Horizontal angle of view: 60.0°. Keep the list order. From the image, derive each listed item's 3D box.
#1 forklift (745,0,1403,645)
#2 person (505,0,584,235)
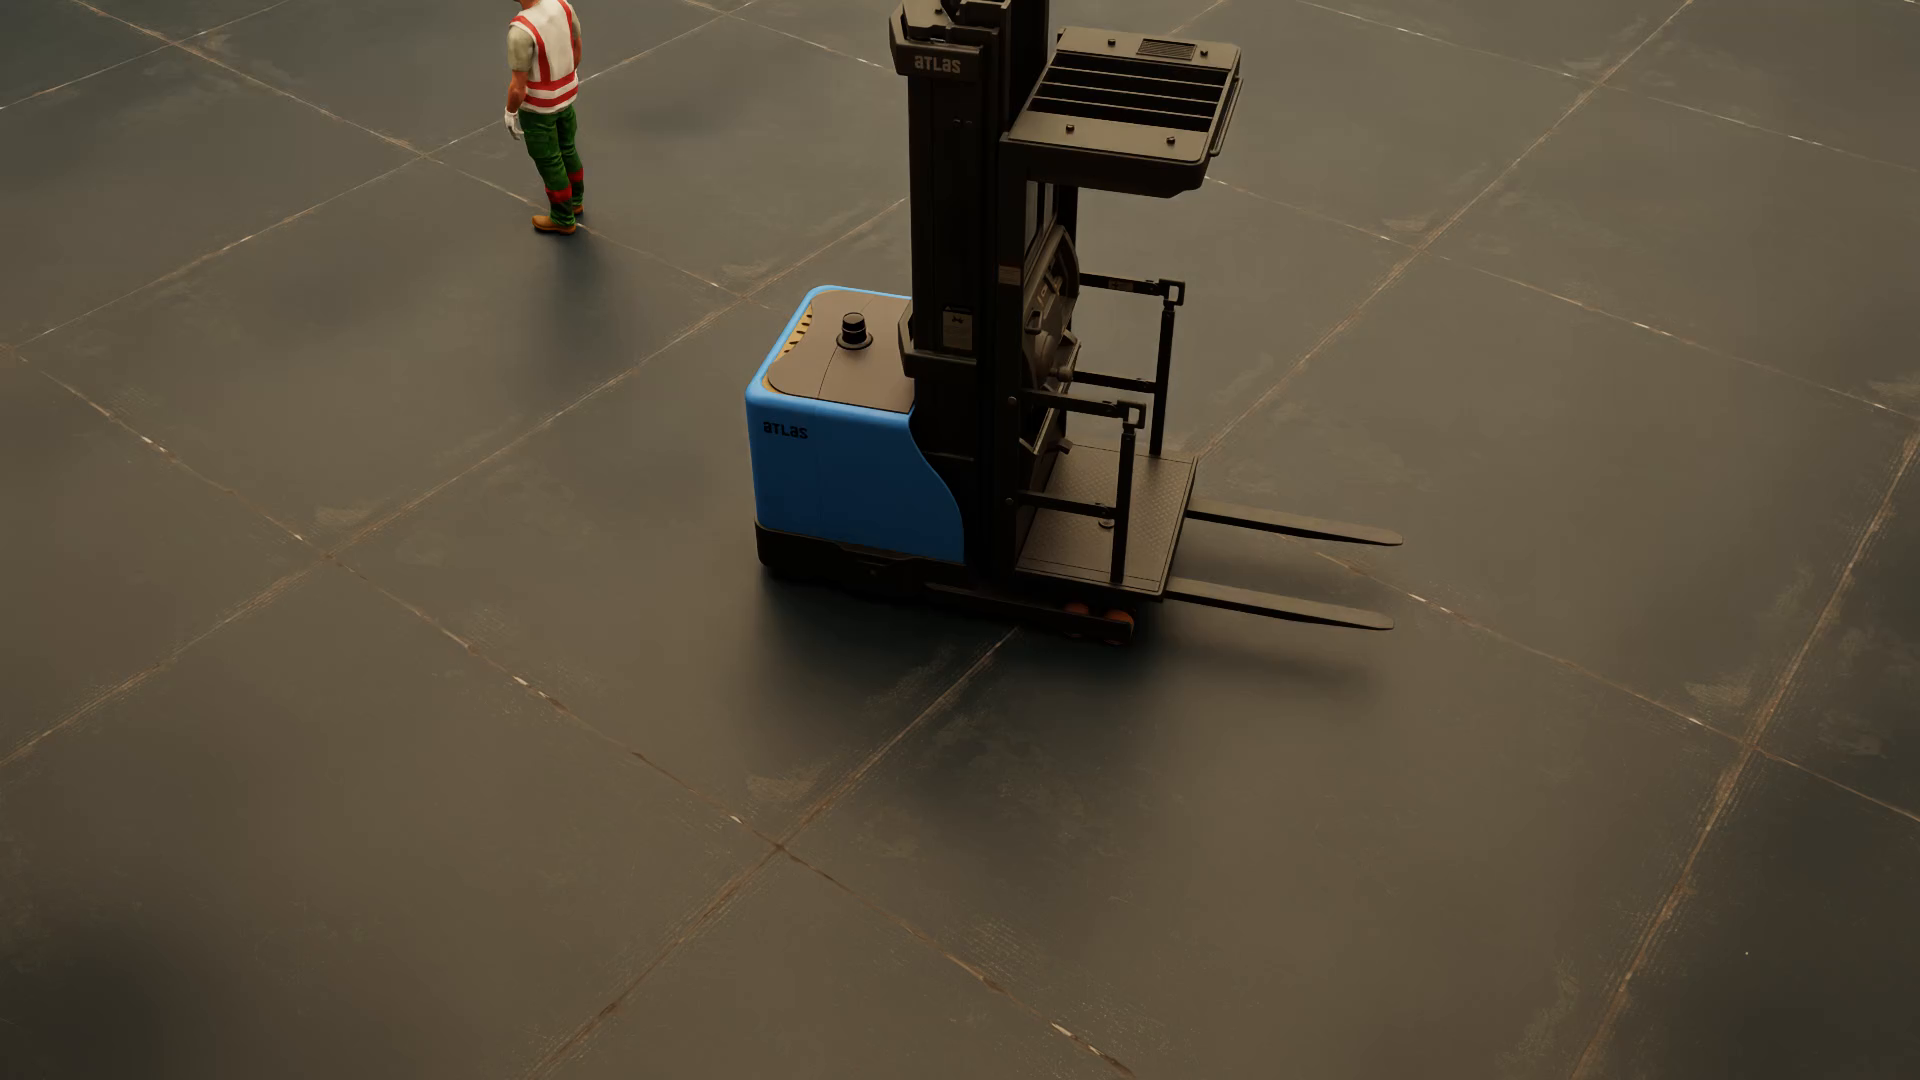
[{"bbox_3d":[0.587,-1.011,7.260,3.031,2.935,1.130,10,41,12],"label":"forklift"},{"bbox_3d":[-2.574,-2.693,10.102,0.562,1.790,0.637,20,44,21],"label":"person"}]
